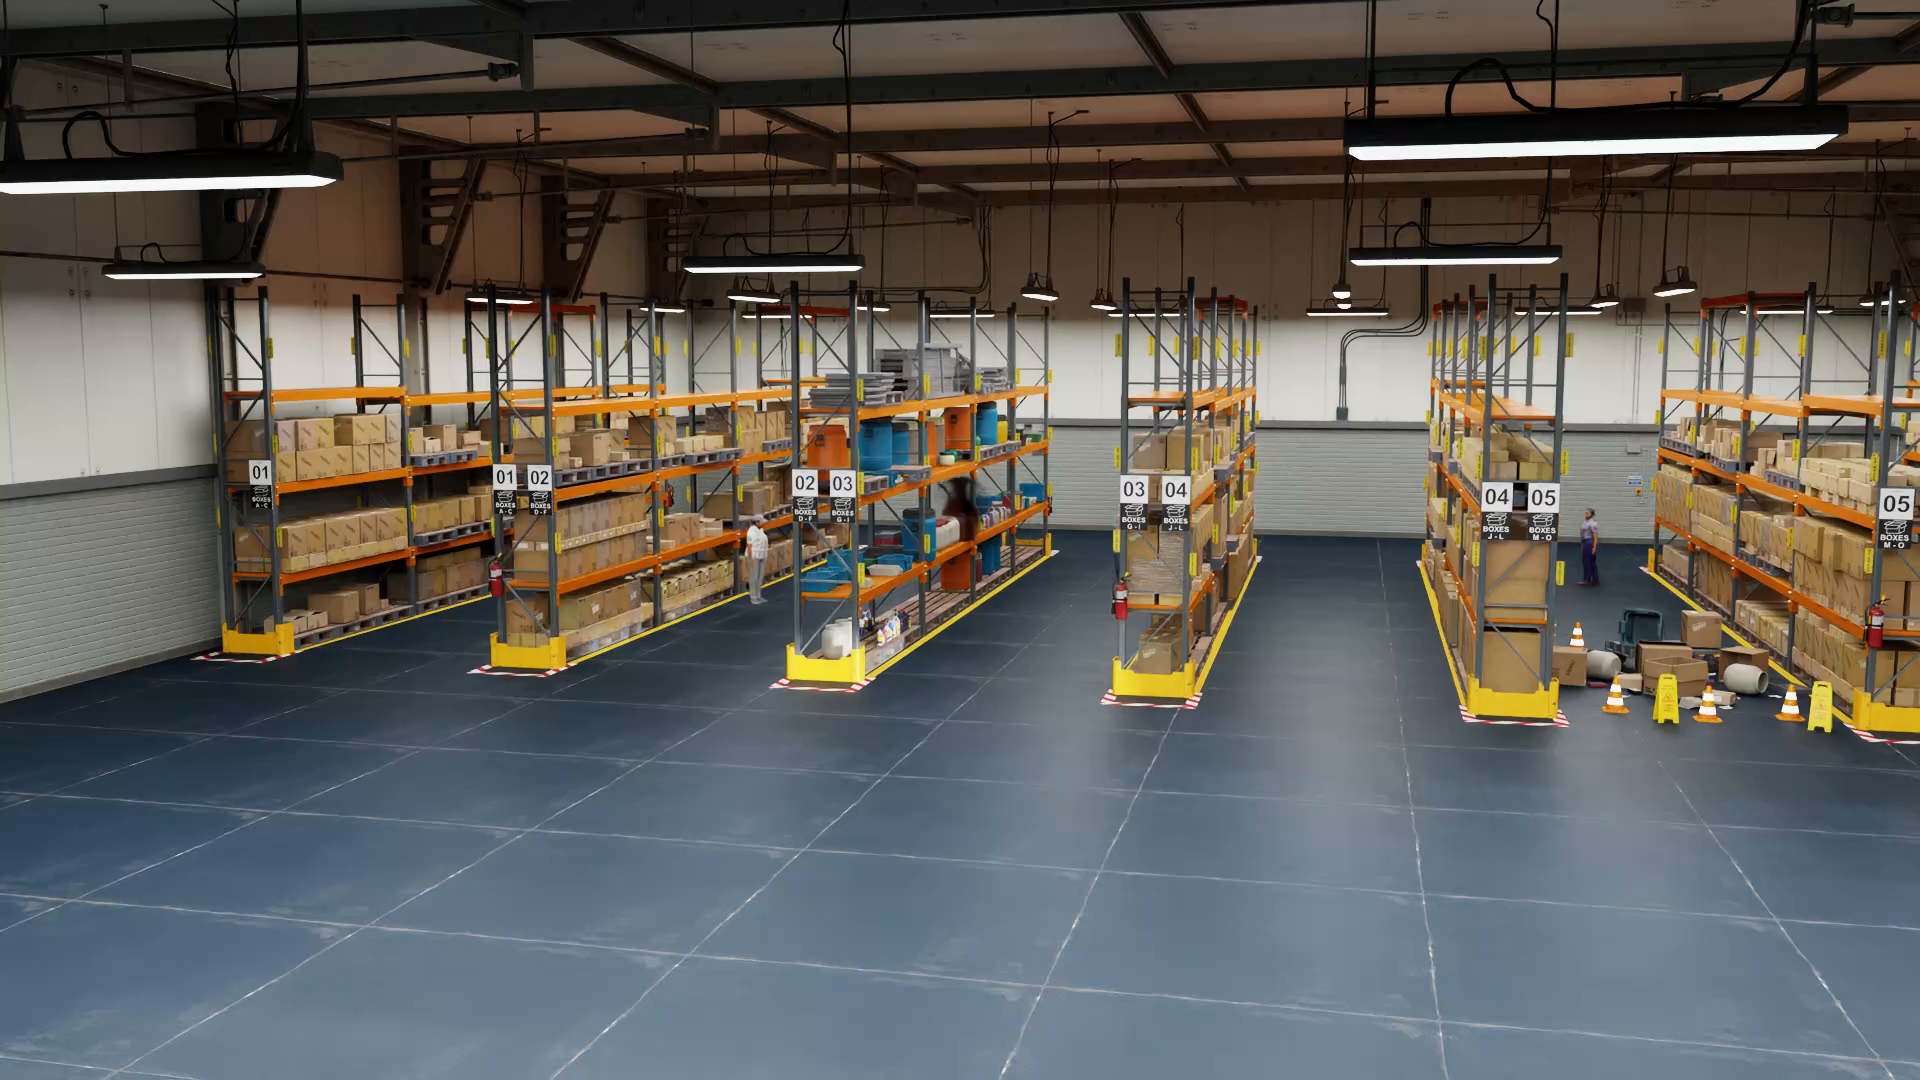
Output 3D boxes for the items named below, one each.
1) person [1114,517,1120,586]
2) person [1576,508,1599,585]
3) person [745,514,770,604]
[{"bbox_3d":[3.424,0.292,34.405,0.514,1.588,0.648,2,7,18],"label":"person"},{"bbox_3d":[13.388,0.135,35.368,0.438,1.652,0.500,3,7,25],"label":"person"},{"bbox_3d":[-3.767,0.343,30.882,0.420,1.669,0.519,4,8,30],"label":"person"}]
